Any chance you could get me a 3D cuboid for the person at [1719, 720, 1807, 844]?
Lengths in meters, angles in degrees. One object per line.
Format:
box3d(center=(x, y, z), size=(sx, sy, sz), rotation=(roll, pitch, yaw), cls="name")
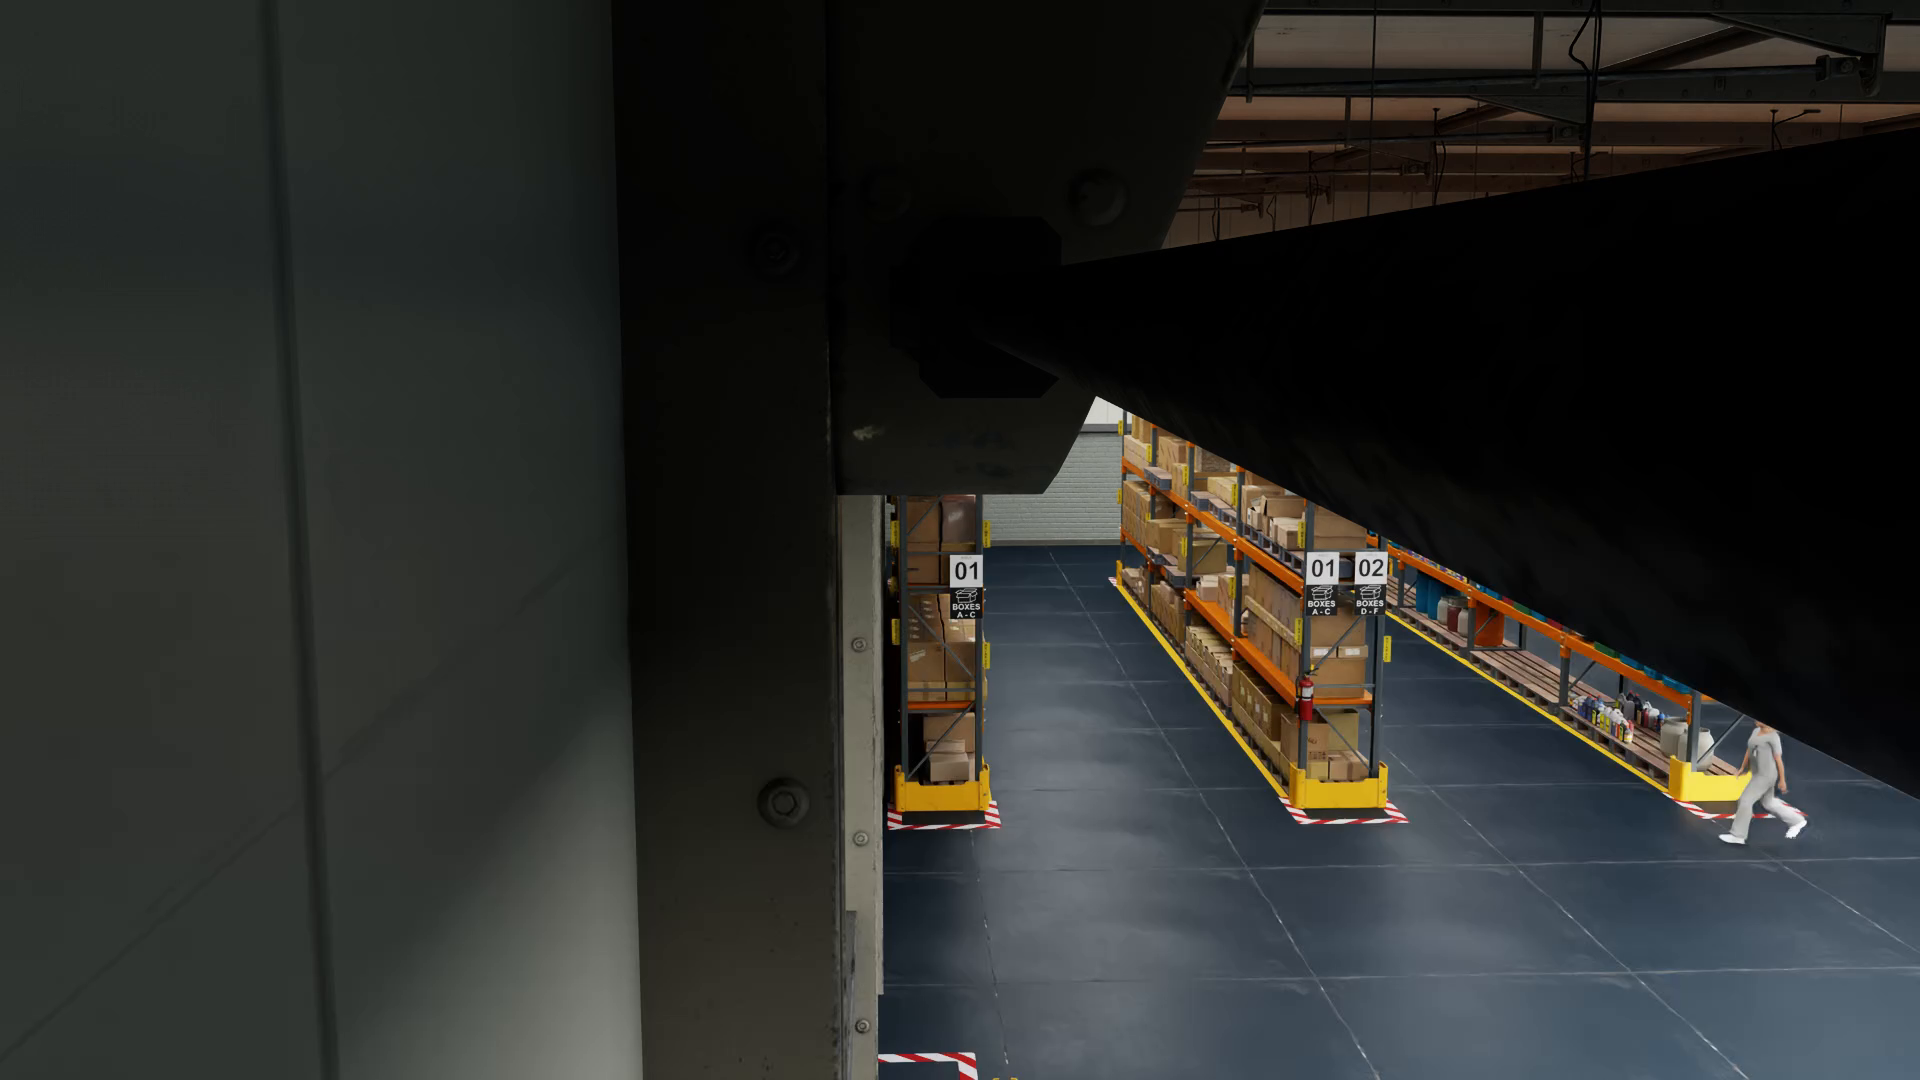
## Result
box3d(center=(9.326, 2.712, 19.217), size=(1.048, 1.611, 0.473), rotation=(0, 8, 3), cls="person")
